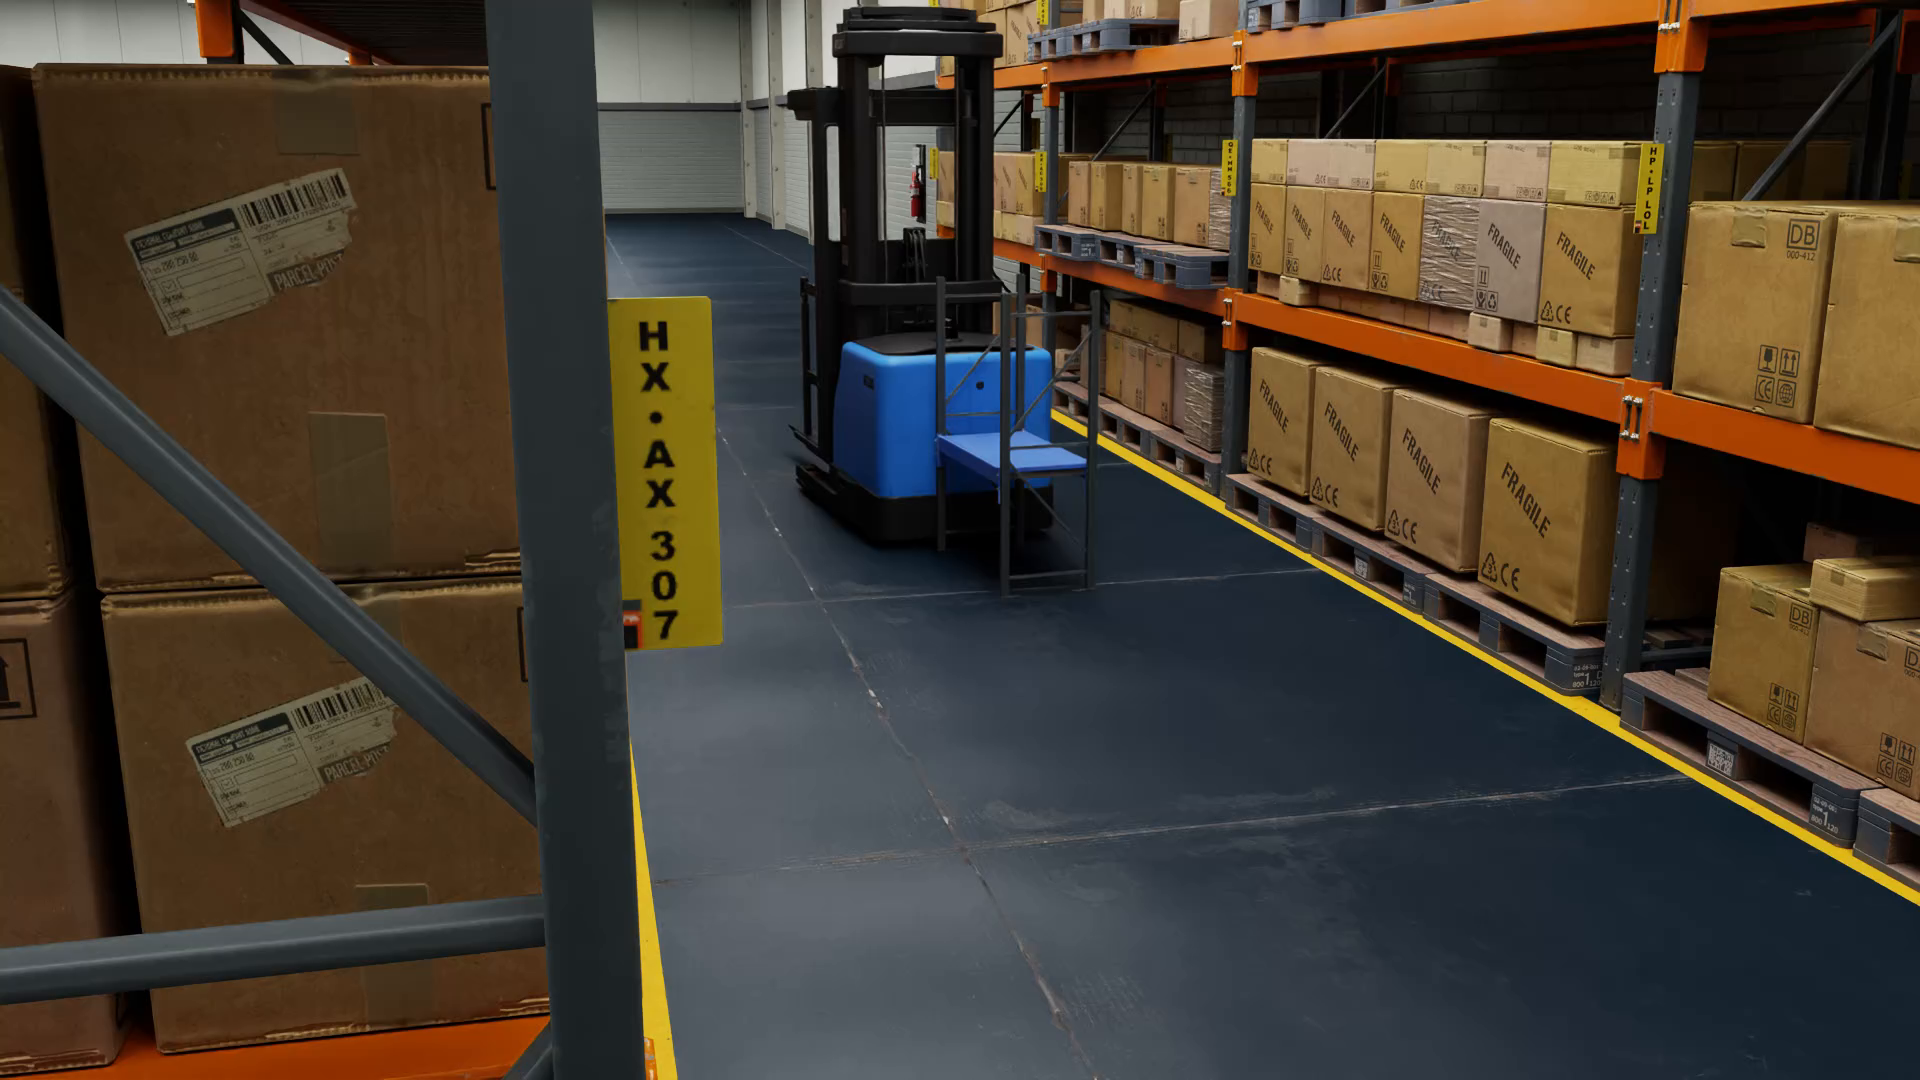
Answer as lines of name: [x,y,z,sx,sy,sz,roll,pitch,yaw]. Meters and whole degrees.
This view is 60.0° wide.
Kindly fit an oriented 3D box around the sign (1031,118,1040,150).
sign: [0.801,-4.317,17.671,0.100,0.325,0.005,-3,14,-13]

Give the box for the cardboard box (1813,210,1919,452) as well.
cardboard box: [3.353,-0.657,5.165,0.980,0.700,0.700,-4,14,-15]

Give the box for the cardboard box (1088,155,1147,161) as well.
cardboard box: [1.289,-3.073,14.379,0.500,0.500,0.500,-4,14,-14]

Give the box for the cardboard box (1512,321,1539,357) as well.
cardboard box: [2.621,-0.875,7.177,0.380,0.149,0.250,-3,14,-11]

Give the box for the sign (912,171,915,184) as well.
sign: [-0.720,-5.568,25.824,0.001,0.329,0.234,-3,14,-13]

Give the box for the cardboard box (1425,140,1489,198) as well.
cardboard box: [2.486,-1.703,7.618,0.500,0.250,0.500,-3,14,-12]

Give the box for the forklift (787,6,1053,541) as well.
forklift: [-0.421,-1.723,10.306,1.130,2.935,3.031,-5,14,-18]

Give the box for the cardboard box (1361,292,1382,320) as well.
cardboard box: [2.317,-1.233,8.640,0.380,0.149,0.250,-3,14,-12]

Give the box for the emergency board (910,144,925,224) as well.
emergency board: [-0.690,-5.418,25.283,0.194,1.169,0.643,-3,14,-13]

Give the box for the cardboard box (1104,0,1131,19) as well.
cardboard box: [1.392,-3.997,12.450,0.500,0.311,0.500,-3,14,-11]

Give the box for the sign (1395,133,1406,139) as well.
sign: [2.675,-2.323,10.177,0.100,0.325,0.005,-3,14,-13]

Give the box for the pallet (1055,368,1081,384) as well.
pallet: [1.004,-1.450,14.918,1.003,0.211,1.213,-3,14,-13]

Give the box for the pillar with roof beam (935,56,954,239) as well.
pillar with roof beam: [-4.332,-7.520,21.246,9.100,9.000,0.400,-3,14,-13]

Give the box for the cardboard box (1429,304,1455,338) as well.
cardboard box: [2.465,-1.052,7.899,0.380,0.149,0.250,-4,14,-15]

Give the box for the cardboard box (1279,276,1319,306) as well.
cardboard box: [2.019,-1.403,9.338,0.380,0.149,0.250,-3,14,-11]

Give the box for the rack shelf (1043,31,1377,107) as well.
rack shelf: [1.666,-3.298,11.802,1.077,0.370,4.000,-3,14,-13]

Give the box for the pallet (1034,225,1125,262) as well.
pallet: [1.235,-2.374,13.229,1.003,0.211,1.213,-3,14,-13]

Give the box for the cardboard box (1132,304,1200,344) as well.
cardboard box: [1.618,-1.626,12.520,0.500,0.250,0.500,-4,14,-15]

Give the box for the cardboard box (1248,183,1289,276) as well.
cardboard box: [2.001,-1.806,9.618,0.500,0.500,0.500,-3,14,-12]

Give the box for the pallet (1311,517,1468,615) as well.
pallet: [2.531,0.092,8.604,1.003,0.211,1.213,-3,14,-13]

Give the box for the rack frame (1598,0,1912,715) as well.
rack frame: [3.075,-0.806,6.407,1.000,3.000,0.127,-3,14,-13]

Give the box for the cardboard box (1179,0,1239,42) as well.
cardboard box: [1.704,-3.304,10.455,0.500,0.311,0.500,-3,14,-13]

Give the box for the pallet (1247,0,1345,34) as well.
pallet: [2.339,-2.949,9.255,1.213,0.211,1.003,-3,14,-11]

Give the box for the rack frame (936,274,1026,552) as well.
rack frame: [0.113,-0.684,9.066,0.500,1.500,0.032,-5,14,-18]

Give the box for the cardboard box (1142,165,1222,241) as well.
cardboard box: [1.702,-2.385,11.733,0.700,0.500,0.500,-3,14,-13]

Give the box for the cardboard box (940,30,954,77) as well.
cardboard box: [0.093,-4.999,16.995,0.500,0.500,0.500,-3,14,-12]

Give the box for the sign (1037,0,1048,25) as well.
sign: [0.671,-4.328,13.413,0.100,0.325,0.005,-3,14,-13]

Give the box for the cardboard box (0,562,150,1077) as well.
cardboard box: [-1.169,0.257,1.846,0.500,0.500,0.500,-3,14,-11]

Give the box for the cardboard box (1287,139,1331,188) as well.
cardboard box: [2.119,-2.053,9.051,0.500,0.250,0.500,-3,14,-14]

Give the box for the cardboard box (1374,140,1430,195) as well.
cardboard box: [2.366,-1.821,8.099,0.500,0.250,0.500,-4,14,-14]

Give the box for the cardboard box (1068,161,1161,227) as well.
cardboard box: [1.283,-2.795,13.409,0.700,0.500,0.500,-3,14,-13]

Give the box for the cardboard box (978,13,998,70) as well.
cardboard box: [0.456,-4.631,15.490,0.500,0.500,0.500,-2,14,-10]

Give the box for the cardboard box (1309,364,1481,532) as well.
cardboard box: [2.381,-0.509,8.837,0.750,0.750,0.750,-3,14,-13]

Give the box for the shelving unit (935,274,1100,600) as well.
shelving unit: [0.274,-0.569,8.598,0.538,1.500,1.048,-5,14,-18]

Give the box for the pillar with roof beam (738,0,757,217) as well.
pillar with roof beam: [-9.968,-13.057,43.908,9.100,9.000,0.400,-3,14,-13]

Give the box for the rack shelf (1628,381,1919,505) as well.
rack shelf: [3.545,0.004,4.604,1.077,0.370,4.000,-3,14,-13]

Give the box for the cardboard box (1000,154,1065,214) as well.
cardboard box: [0.662,-3.160,14.734,0.500,0.500,0.500,-3,14,-14]

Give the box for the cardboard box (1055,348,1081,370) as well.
cardboard box: [1.042,-1.611,14.744,0.380,0.166,0.250,-5,15,-21]

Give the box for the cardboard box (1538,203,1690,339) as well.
cardboard box: [2.722,-1.102,6.736,0.500,0.500,0.500,-4,14,-14]

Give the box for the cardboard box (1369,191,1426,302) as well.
cardboard box: [2.360,-1.450,8.162,0.500,0.500,0.500,-3,14,-12]

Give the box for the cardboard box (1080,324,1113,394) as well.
cardboard box: [1.385,-1.482,13.515,0.700,0.500,0.500,-3,14,-11]

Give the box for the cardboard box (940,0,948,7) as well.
cardboard box: [0.111,-5.473,16.830,0.500,0.500,0.500,-4,14,-17]

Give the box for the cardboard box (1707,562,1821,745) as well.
cardboard box: [3.151,0.382,5.925,0.700,0.500,0.500,-3,14,-12]

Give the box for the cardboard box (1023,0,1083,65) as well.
cardboard box: [0.837,-4.271,14.014,0.500,0.500,0.500,-3,14,-12]

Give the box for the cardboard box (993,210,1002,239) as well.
cardboard box: [0.548,-2.912,15.299,0.500,0.250,0.500,-3,14,-13]

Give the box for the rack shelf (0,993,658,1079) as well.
rack shelf: [-1.269,0.281,3.471,1.077,0.370,4.000,-3,14,-13]

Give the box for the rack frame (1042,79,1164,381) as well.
rack frame: [1.196,-2.652,13.961,1.000,3.000,0.127,-3,14,-13]

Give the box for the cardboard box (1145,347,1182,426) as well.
cardboard box: [1.764,-1.130,12.072,0.700,0.500,0.500,-3,14,-13]

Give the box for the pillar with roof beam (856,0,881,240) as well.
pillar with roof beam: [-5.741,-8.904,26.912,9.100,9.000,0.400,-3,14,-13]

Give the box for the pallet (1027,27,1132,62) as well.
pallet: [1.238,-3.869,13.020,1.213,0.211,1.003,-3,14,-13]

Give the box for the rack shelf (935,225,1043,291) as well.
rack shelf: [0.727,-2.764,15.935,1.077,0.370,4.000,-3,14,-13]

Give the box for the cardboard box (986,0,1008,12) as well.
cardboard box: [0.543,-4.999,14.890,0.500,0.500,0.500,-4,14,-15]

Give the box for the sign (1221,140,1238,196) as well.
sign: [1.611,-2.221,9.924,0.100,0.325,0.005,-3,14,-13]
